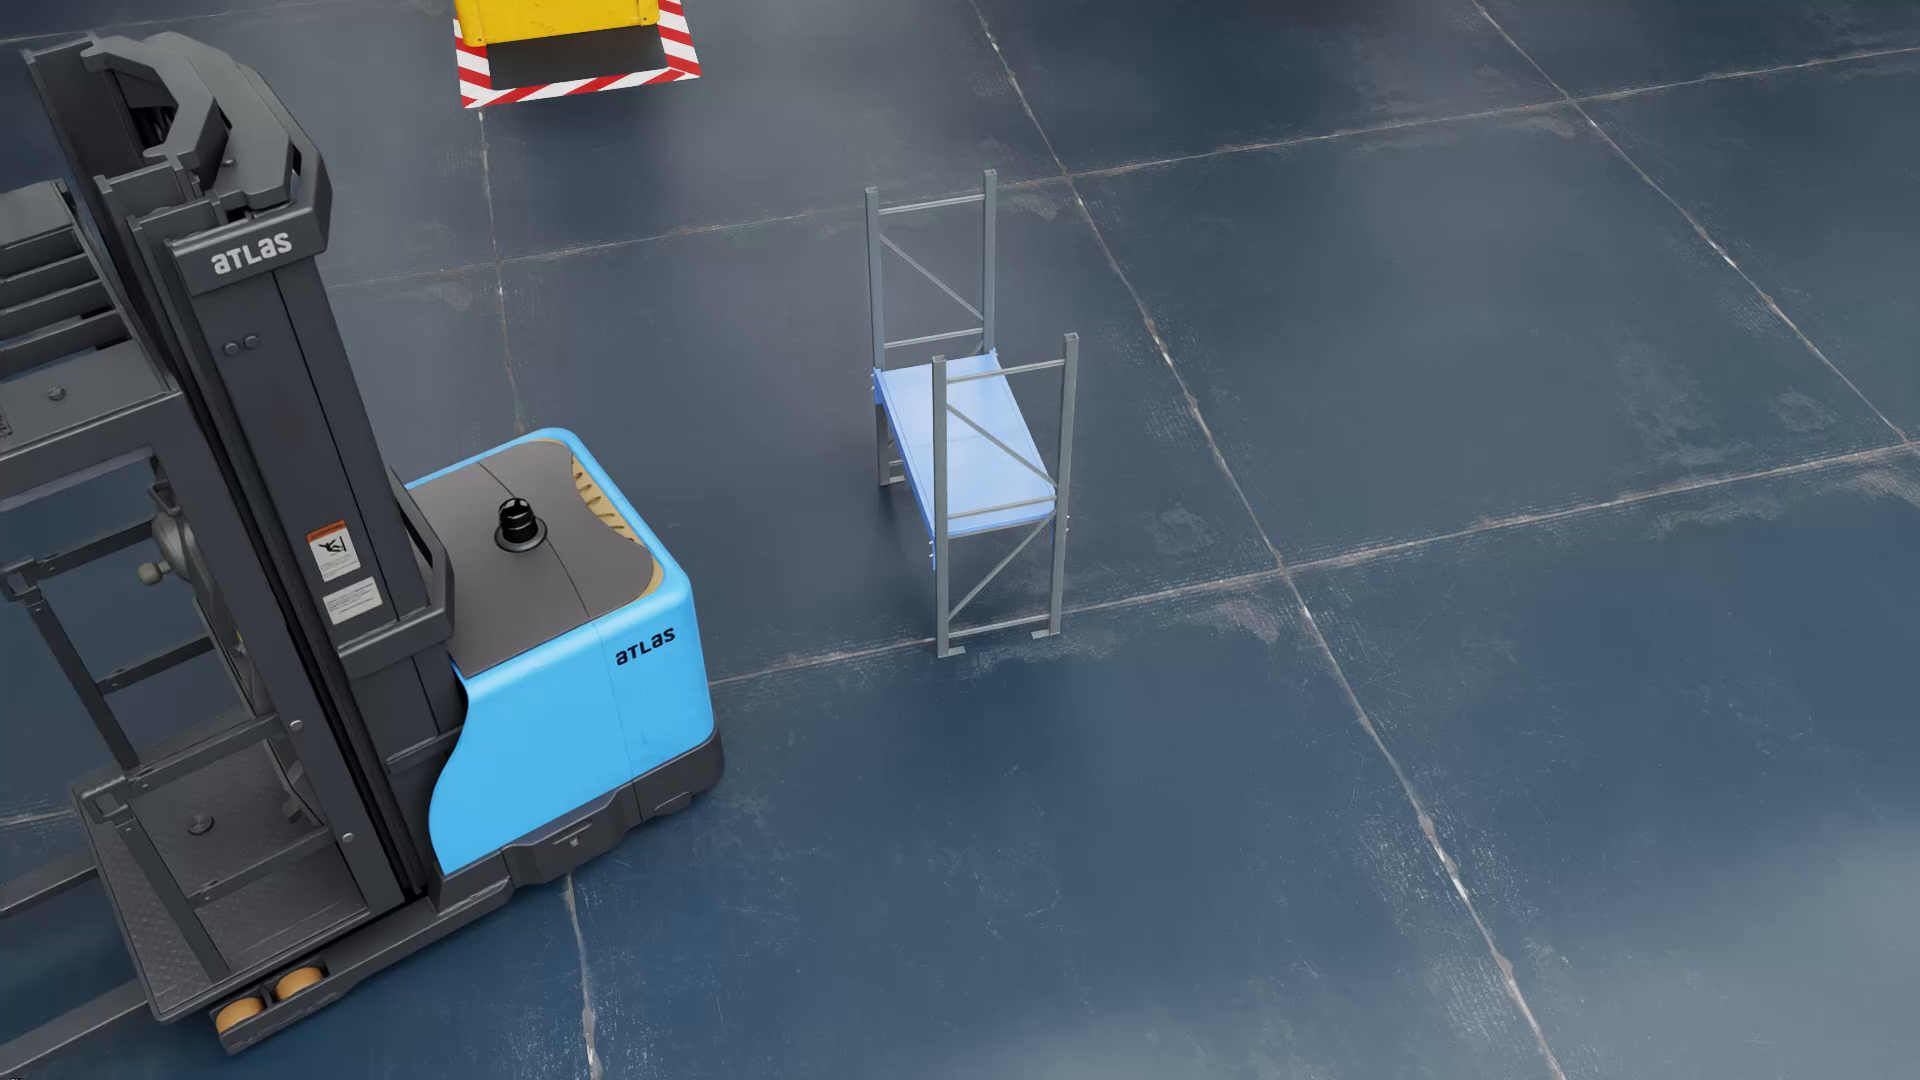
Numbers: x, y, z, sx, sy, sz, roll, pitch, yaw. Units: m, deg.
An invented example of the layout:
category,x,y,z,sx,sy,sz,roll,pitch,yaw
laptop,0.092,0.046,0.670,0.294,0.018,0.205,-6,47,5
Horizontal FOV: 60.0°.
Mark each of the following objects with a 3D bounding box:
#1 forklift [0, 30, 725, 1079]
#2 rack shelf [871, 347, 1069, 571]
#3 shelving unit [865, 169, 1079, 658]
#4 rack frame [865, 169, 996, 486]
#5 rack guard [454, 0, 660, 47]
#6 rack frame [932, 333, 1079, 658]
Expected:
category,x,y,z,sx,sy,sz,roll,pitch,yaw
forklift,-2.362,0.183,4.770,3.031,2.935,1.130,-26,51,-23
rack shelf,0.022,-0.340,6.536,0.538,0.185,1.000,-11,47,-10
shelving unit,0.022,-0.466,6.407,0.538,1.500,1.048,-11,47,-10
rack frame,-0.108,-0.817,6.751,0.500,1.500,0.032,-11,47,-10
rack guard,-2.417,-3.317,9.901,1.175,0.500,0.348,-11,47,-10
rack frame,0.152,-0.115,6.063,0.500,1.500,0.032,-11,47,-10
